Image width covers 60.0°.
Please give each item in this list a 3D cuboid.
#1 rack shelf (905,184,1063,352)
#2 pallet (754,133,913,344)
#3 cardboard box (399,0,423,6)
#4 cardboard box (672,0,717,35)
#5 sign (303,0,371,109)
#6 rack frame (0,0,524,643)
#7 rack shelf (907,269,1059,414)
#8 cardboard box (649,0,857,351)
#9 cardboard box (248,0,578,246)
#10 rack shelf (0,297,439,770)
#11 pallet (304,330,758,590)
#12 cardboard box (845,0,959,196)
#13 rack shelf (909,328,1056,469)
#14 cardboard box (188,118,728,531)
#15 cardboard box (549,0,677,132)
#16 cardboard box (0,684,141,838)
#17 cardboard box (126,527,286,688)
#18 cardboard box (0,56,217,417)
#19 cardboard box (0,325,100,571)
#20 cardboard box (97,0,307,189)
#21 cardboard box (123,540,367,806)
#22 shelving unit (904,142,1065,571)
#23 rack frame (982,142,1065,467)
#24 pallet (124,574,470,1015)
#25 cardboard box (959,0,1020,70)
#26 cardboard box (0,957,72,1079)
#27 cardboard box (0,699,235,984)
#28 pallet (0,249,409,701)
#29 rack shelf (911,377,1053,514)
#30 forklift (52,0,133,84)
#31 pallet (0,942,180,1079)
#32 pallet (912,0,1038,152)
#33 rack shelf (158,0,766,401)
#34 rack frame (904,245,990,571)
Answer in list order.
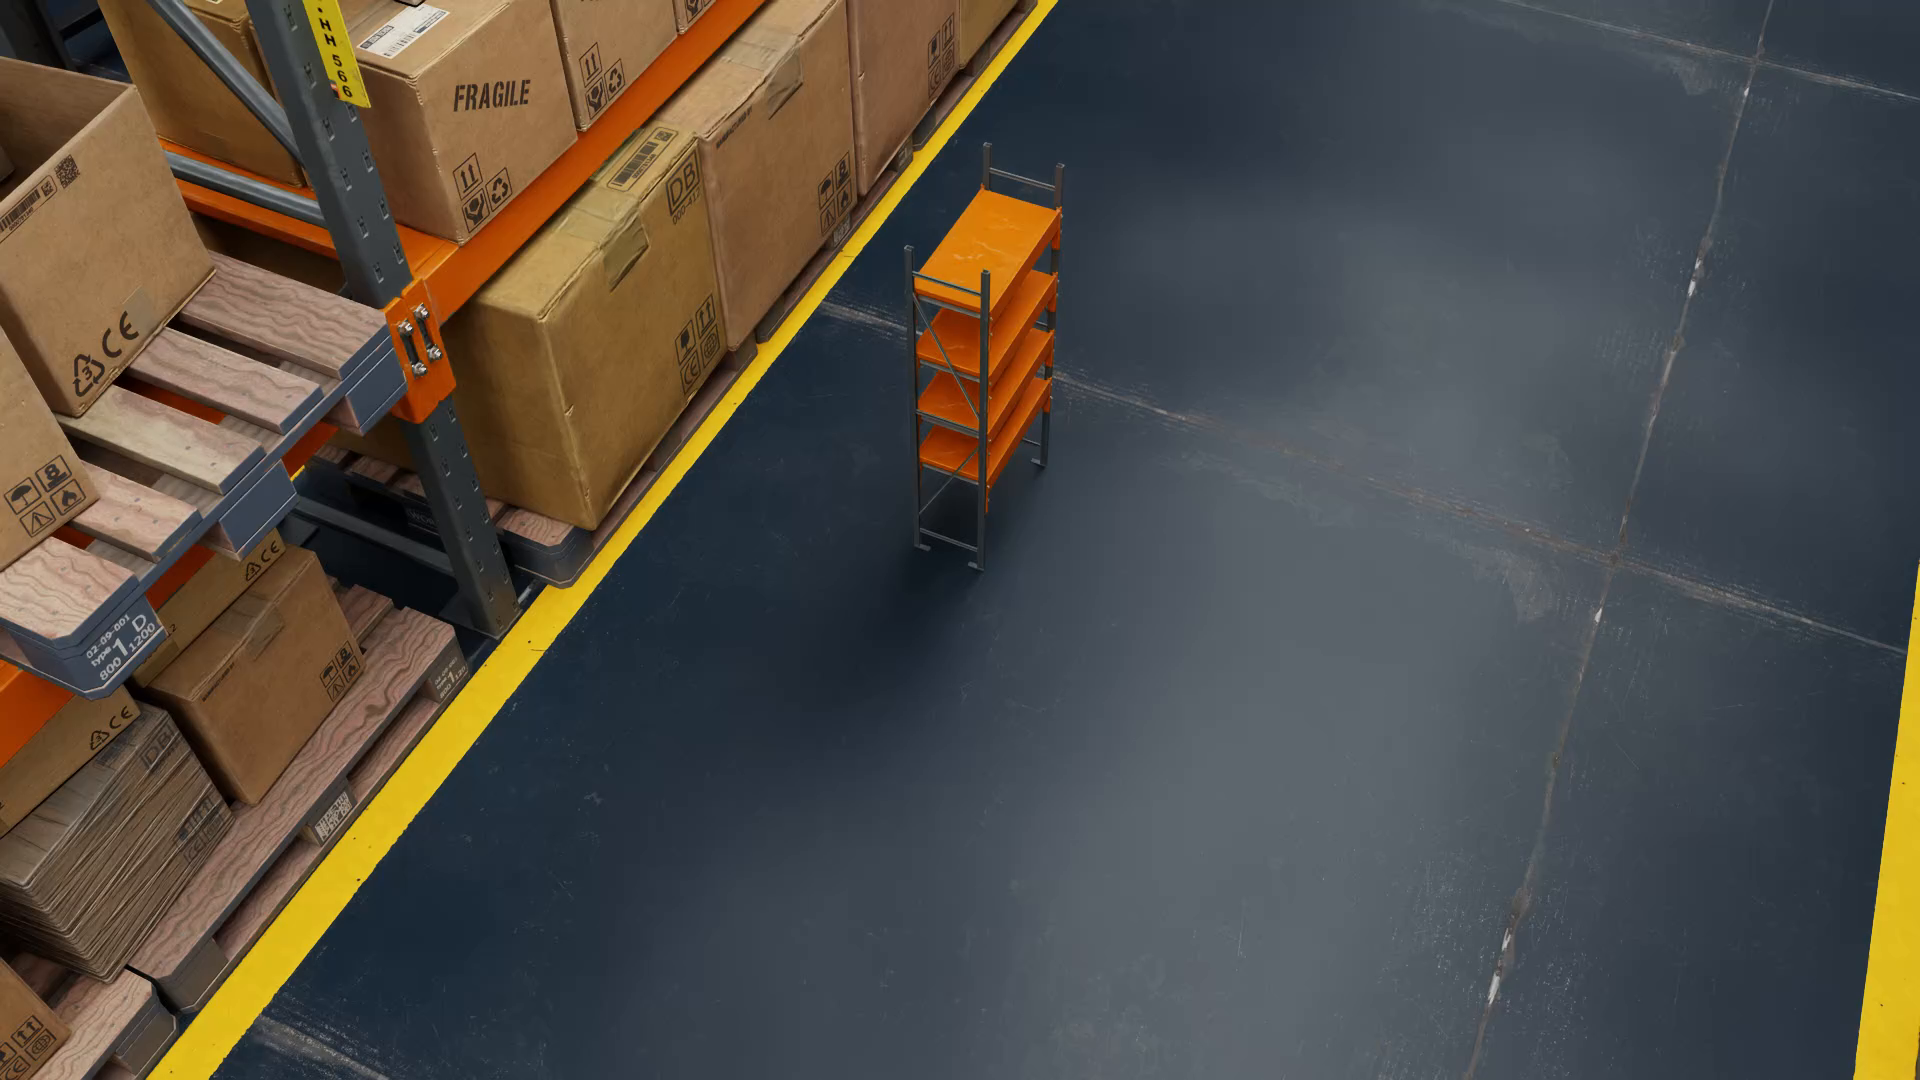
[{"bbox_3d":[0.071,-0.757,4.591,0.258,0.148,0.480,20,52,16],"label":"rack shelf"},{"bbox_3d":[-0.880,-1.322,6.236,1.003,0.211,1.213,20,52,16],"label":"pallet"},{"bbox_3d":[-1.480,-1.726,4.025,0.797,0.503,0.637,21,53,17],"label":"cardboard box"},{"bbox_3d":[-0.920,-1.858,4.796,0.500,0.500,0.500,19,52,15],"label":"cardboard box"},{"bbox_3d":[-1.313,-1.050,3.465,0.100,0.325,0.005,20,52,16],"label":"sign"},{"bbox_3d":[-1.807,-0.870,4.021,1.000,3.000,0.127,20,52,16],"label":"rack frame"},{"bbox_3d":[0.071,-0.604,4.771,0.258,0.148,0.480,20,52,16],"label":"rack shelf"},{"bbox_3d":[-1.106,-1.397,5.589,1.225,0.875,0.875,20,52,16],"label":"cardboard box"},{"bbox_3d":[-1.354,-1.149,4.192,0.500,0.500,0.500,21,53,17],"label":"cardboard box"},{"bbox_3d":[-2.662,0.740,3.123,1.077,0.370,4.000,20,52,16],"label":"rack shelf"},{"bbox_3d":[-1.402,-0.485,5.524,1.003,0.211,1.213,20,52,16],"label":"pallet"},{"bbox_3d":[-0.735,-2.009,6.109,1.225,0.875,0.875,18,52,15],"label":"cardboard box"},{"bbox_3d":[0.071,-0.459,4.941,0.258,0.148,0.480,20,52,16],"label":"rack shelf"},{"bbox_3d":[-1.494,-0.786,5.069,1.225,0.875,0.875,18,52,14],"label":"cardboard box"},{"bbox_3d":[-1.135,-1.505,4.495,0.500,0.500,0.500,19,52,15],"label":"cardboard box"},{"bbox_3d":[-2.284,0.394,3.805,0.500,0.250,0.500,25,54,20],"label":"cardboard box"},{"bbox_3d":[-2.066,0.026,4.119,0.500,0.250,0.500,22,53,18],"label":"cardboard box"},{"bbox_3d":[-2.002,-0.654,3.495,0.500,0.500,0.500,14,51,12],"label":"cardboard box"},{"bbox_3d":[-2.150,-0.237,3.141,0.700,0.500,0.500,27,55,21],"label":"cardboard box"},{"bbox_3d":[-1.820,-1.323,4.340,0.500,0.500,0.500,21,53,17],"label":"cardboard box"},{"bbox_3d":[-2.075,0.265,4.407,0.700,0.500,0.500,17,52,14],"label":"cardboard box"},{"bbox_3d":[0.071,-0.503,4.890,0.258,1.200,0.503,20,52,16],"label":"shelving unit"},{"bbox_3d":[0.175,-0.671,5.033,0.240,1.200,0.015,20,52,16],"label":"rack frame"},{"bbox_3d":[-2.142,0.571,4.625,1.003,0.211,1.213,20,52,16],"label":"pallet"},{"bbox_3d":[-0.354,-2.625,6.633,1.225,0.875,0.875,20,52,16],"label":"cardboard box"},{"bbox_3d":[-2.537,1.044,3.745,0.700,0.500,0.500,24,54,19],"label":"cardboard box"},{"bbox_3d":[-2.301,0.651,4.079,0.700,0.500,0.500,16,51,13],"label":"cardboard box"},{"bbox_3d":[-2.015,-0.283,3.647,1.213,0.211,1.003,20,52,16],"label":"pallet"},{"bbox_3d":[0.071,-0.331,5.092,0.258,0.148,0.480,20,52,16],"label":"rack shelf"},{"bbox_3d":[-2.988,-3.259,6.098,1.130,2.935,3.031,26,54,20],"label":"forklift"},{"bbox_3d":[-2.665,1.408,3.913,1.003,0.211,1.213,20,52,16],"label":"pallet"},{"bbox_3d":[-0.360,-2.165,6.954,1.003,0.211,1.213,20,52,16],"label":"pallet"},{"bbox_3d":[-0.953,-2.014,5.467,1.077,0.370,4.000,20,52,16],"label":"rack shelf"},{"bbox_3d":[-0.034,-0.335,4.747,0.240,1.200,0.015,20,52,16],"label":"rack frame"}]
